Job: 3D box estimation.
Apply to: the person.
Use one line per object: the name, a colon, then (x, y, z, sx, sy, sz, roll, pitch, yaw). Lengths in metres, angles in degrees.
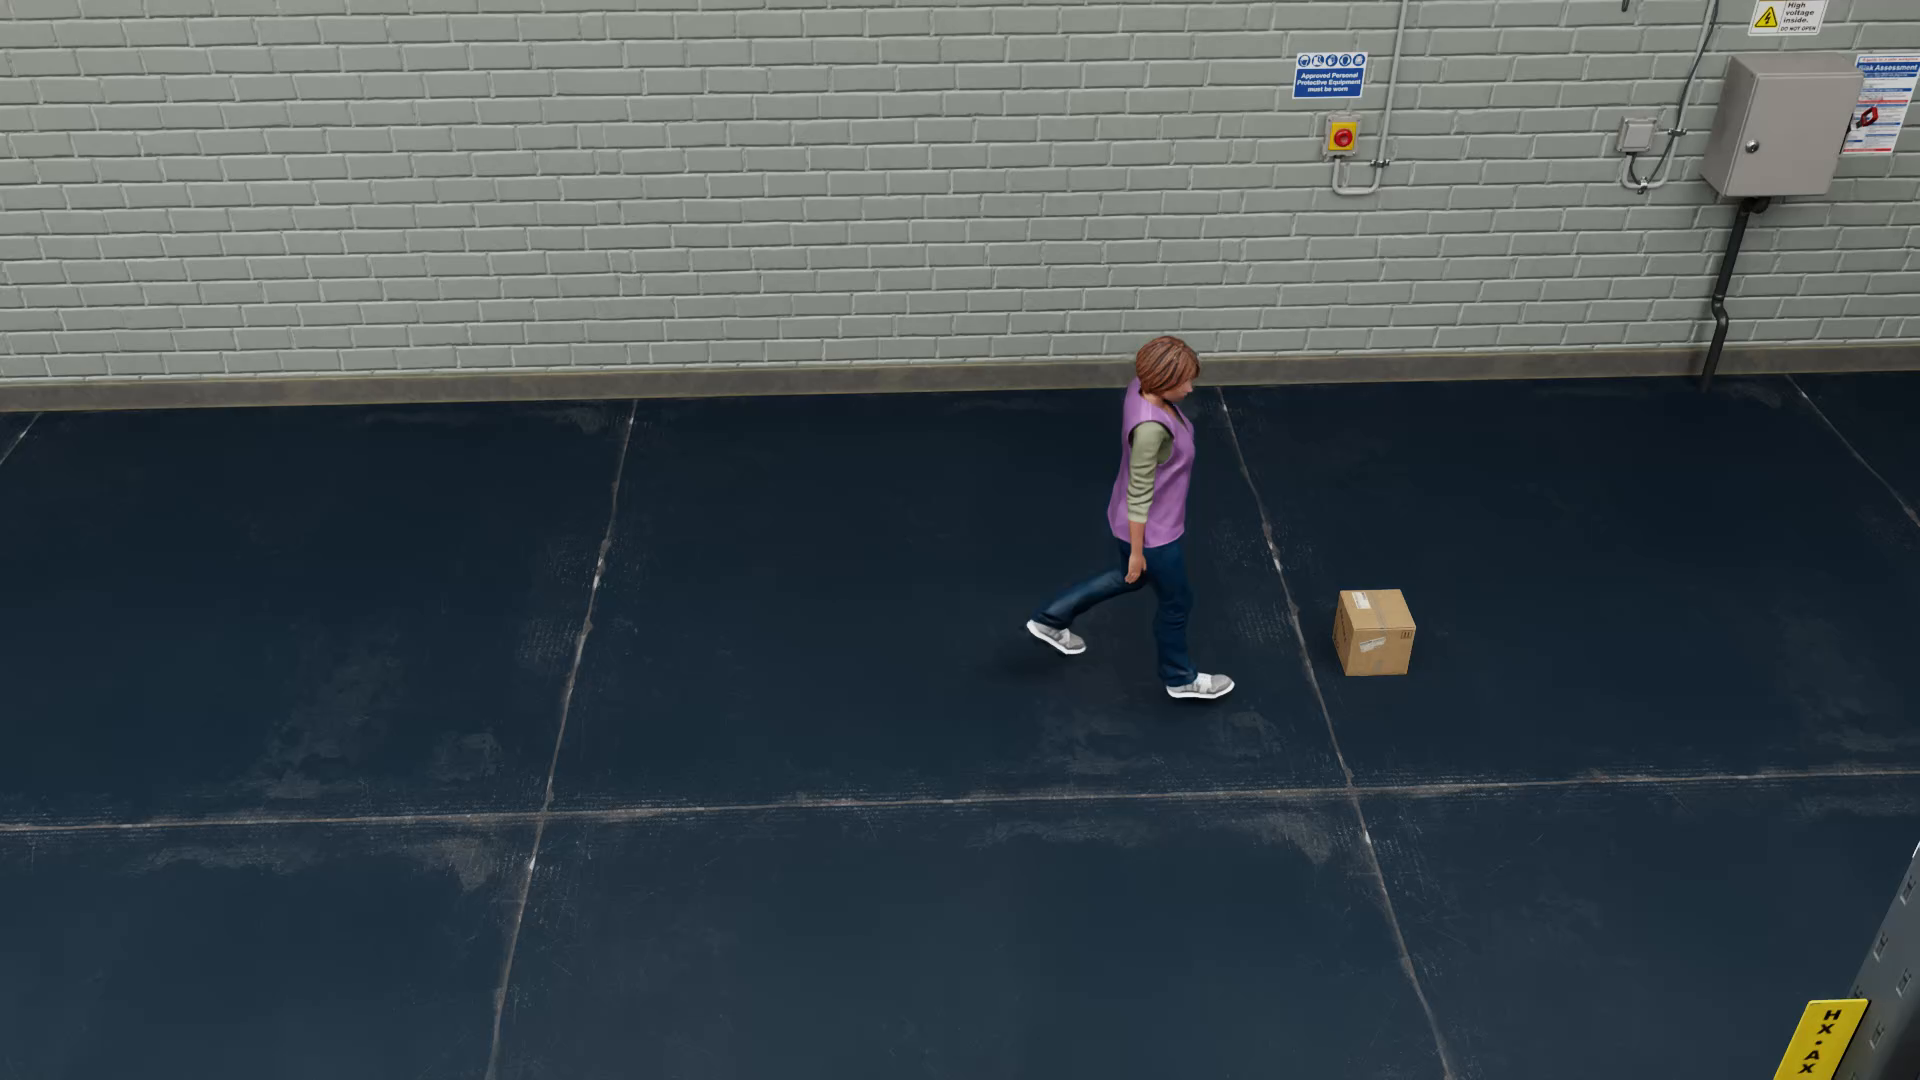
person: (0.676, -0.067, 6.247, 0.824, 1.564, 0.453, 1, 36, 1)
